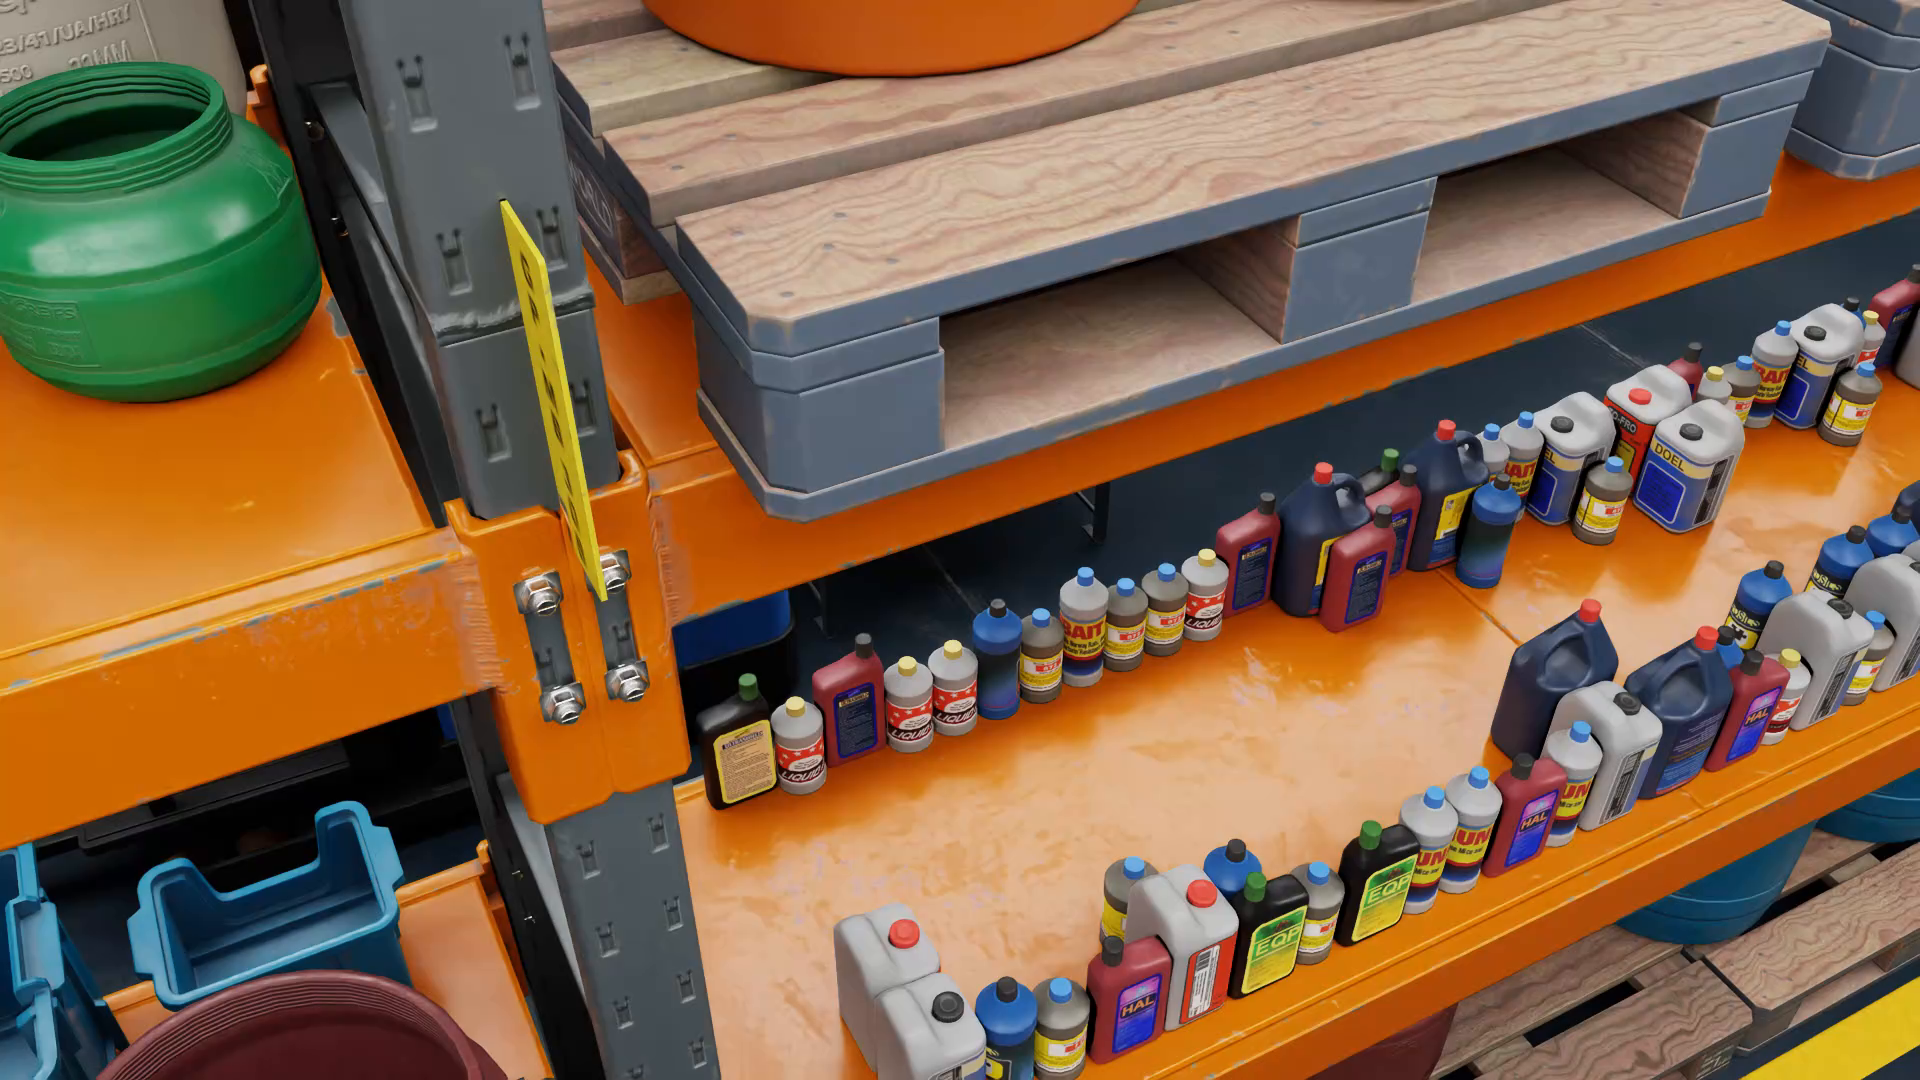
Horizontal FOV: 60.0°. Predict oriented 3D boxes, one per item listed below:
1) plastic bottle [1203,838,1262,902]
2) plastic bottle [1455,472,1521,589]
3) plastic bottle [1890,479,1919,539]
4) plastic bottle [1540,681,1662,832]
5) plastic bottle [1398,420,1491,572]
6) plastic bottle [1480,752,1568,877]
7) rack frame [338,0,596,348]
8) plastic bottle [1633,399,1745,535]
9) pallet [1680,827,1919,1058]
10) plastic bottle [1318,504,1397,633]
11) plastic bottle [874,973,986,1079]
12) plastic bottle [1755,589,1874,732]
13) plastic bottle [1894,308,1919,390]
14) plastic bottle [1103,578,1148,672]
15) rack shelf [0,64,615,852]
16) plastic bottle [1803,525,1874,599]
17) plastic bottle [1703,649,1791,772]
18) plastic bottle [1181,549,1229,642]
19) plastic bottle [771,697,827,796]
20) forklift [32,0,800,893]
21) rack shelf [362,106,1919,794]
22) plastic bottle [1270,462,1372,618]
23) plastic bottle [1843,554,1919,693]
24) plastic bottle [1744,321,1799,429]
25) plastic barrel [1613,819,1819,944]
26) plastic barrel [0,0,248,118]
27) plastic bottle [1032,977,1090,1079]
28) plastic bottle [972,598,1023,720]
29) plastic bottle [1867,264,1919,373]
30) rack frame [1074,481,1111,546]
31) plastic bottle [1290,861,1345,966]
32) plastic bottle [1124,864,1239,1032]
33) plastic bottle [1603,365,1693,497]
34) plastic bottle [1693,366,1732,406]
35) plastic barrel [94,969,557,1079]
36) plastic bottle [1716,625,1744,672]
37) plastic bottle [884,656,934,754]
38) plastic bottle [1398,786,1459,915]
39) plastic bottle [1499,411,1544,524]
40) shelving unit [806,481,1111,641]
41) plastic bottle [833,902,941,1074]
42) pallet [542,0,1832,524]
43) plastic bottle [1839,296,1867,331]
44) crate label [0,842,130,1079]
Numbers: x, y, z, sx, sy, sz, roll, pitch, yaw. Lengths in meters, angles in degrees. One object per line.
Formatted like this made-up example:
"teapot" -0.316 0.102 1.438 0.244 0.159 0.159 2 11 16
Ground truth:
"plastic bottle" 0.454 0.605 2.813 0.097 0.271 0.097 0 40 0
"plastic bottle" 1.136 -0.028 3.561 0.097 0.271 0.097 0 40 0
"plastic bottle" 2.076 -0.049 3.524 0.185 0.351 0.144 -19 44 -21
"plastic bottle" 1.186 0.381 3.074 0.135 0.276 0.152 -19 44 -21
"plastic bottle" 1.041 -0.115 3.602 0.185 0.351 0.144 -19 44 -21
"plastic bottle" 1.002 0.473 2.959 0.133 0.283 0.061 -19 44 -21
"rack frame" -0.577 -1.598 0.673 0.127 3.000 1.000 -19 44 -21
"plastic bottle" 1.633 -0.172 3.727 0.135 0.276 0.152 -19 44 -21
"pallet" 2.267 0.768 4.679 1.213 0.211 1.003 -19 44 -21
"plastic bottle" 0.829 0.057 3.451 0.133 0.283 0.061 -19 44 -21
"plastic bottle" -0.044 0.795 2.585 0.135 0.276 0.152 -19 44 -21
"plastic bottle" 1.674 0.217 3.268 0.135 0.276 0.152 -19 44 -21
"plastic bottle" 2.473 -0.552 4.119 0.185 0.351 0.144 -19 44 -21
"plastic bottle" 0.332 0.164 3.388 0.097 0.201 0.097 0 40 0
"rack shelf" -2.351 0.418 1.170 4.000 0.370 1.077 -19 44 -21
"plastic bottle" 1.806 0.083 3.429 0.097 0.271 0.097 0 40 0
"plastic bottle" 1.490 0.309 3.153 0.133 0.283 0.061 -19 44 -21
"plastic bottle" 0.504 0.106 3.457 0.097 0.201 0.097 0 40 0
"plastic bottle" -0.305 0.378 3.135 0.097 0.201 0.097 0 40 0
"forklift" -2.053 -0.499 4.071 3.031 2.935 1.130 -17 43 -19
"rack shelf" 1.197 -0.776 2.580 4.000 0.370 1.077 -19 44 -21
"plastic bottle" 0.759 -0.020 3.490 0.185 0.351 0.144 -19 44 -21
"plastic bottle" 1.880 0.148 3.350 0.135 0.276 0.152 -19 44 -21
"plastic bottle" 1.944 -0.405 4.007 0.097 0.271 0.097 0 40 0
"plastic barrel" 1.852 0.502 4.134 0.708 0.901 0.600 -19 44 -21
"plastic barrel" -0.994 -0.579 1.704 0.421 0.512 0.421 0 40 0
"plastic bottle" 0.158 0.775 2.666 0.097 0.201 0.097 0 40 0
"plastic bottle" 0.073 0.224 3.263 0.097 0.271 0.097 0 40 0
"plastic bottle" 2.330 -0.553 4.172 0.133 0.283 0.061 -19 44 -21
"rack frame" 0.375 -0.699 5.415 0.032 1.500 0.500 -19 44 -21
"plastic bottle" 0.600 0.627 2.842 0.097 0.201 0.097 0 40 0
"plastic bottle" 0.366 0.657 2.748 0.135 0.276 0.152 -19 44 -21
"plastic bottle" 1.563 -0.259 3.830 0.135 0.276 0.152 -19 44 -21
"plastic bottle" 1.771 -0.320 3.961 0.097 0.201 0.097 0 40 0
"plastic barrel" -0.849 0.952 2.199 0.708 0.536 0.600 -19 44 -21
"plastic bottle" 1.437 0.274 3.204 0.097 0.271 0.097 0 40 0
"plastic bottle" -0.100 0.309 3.217 0.097 0.201 0.097 0 40 0
"plastic bottle" 0.805 0.531 2.901 0.097 0.271 0.097 0 40 0
"plastic bottle" 1.242 -0.169 3.727 0.097 0.271 0.097 0 40 0
"shelving unit" -0.076 -0.547 5.235 1.048 1.500 0.538 -19 44 -21
"plastic bottle" -0.114 0.708 2.688 0.135 0.276 0.152 -19 44 -21
"pallet" 0.146 -0.554 1.907 1.213 0.211 1.003 -19 44 -21
"plastic bottle" 2.150 -0.474 4.088 0.097 0.271 0.097 0 40 0
"crate label" -1.583 0.819 2.433 0.616 0.435 0.502 -19 44 -21
